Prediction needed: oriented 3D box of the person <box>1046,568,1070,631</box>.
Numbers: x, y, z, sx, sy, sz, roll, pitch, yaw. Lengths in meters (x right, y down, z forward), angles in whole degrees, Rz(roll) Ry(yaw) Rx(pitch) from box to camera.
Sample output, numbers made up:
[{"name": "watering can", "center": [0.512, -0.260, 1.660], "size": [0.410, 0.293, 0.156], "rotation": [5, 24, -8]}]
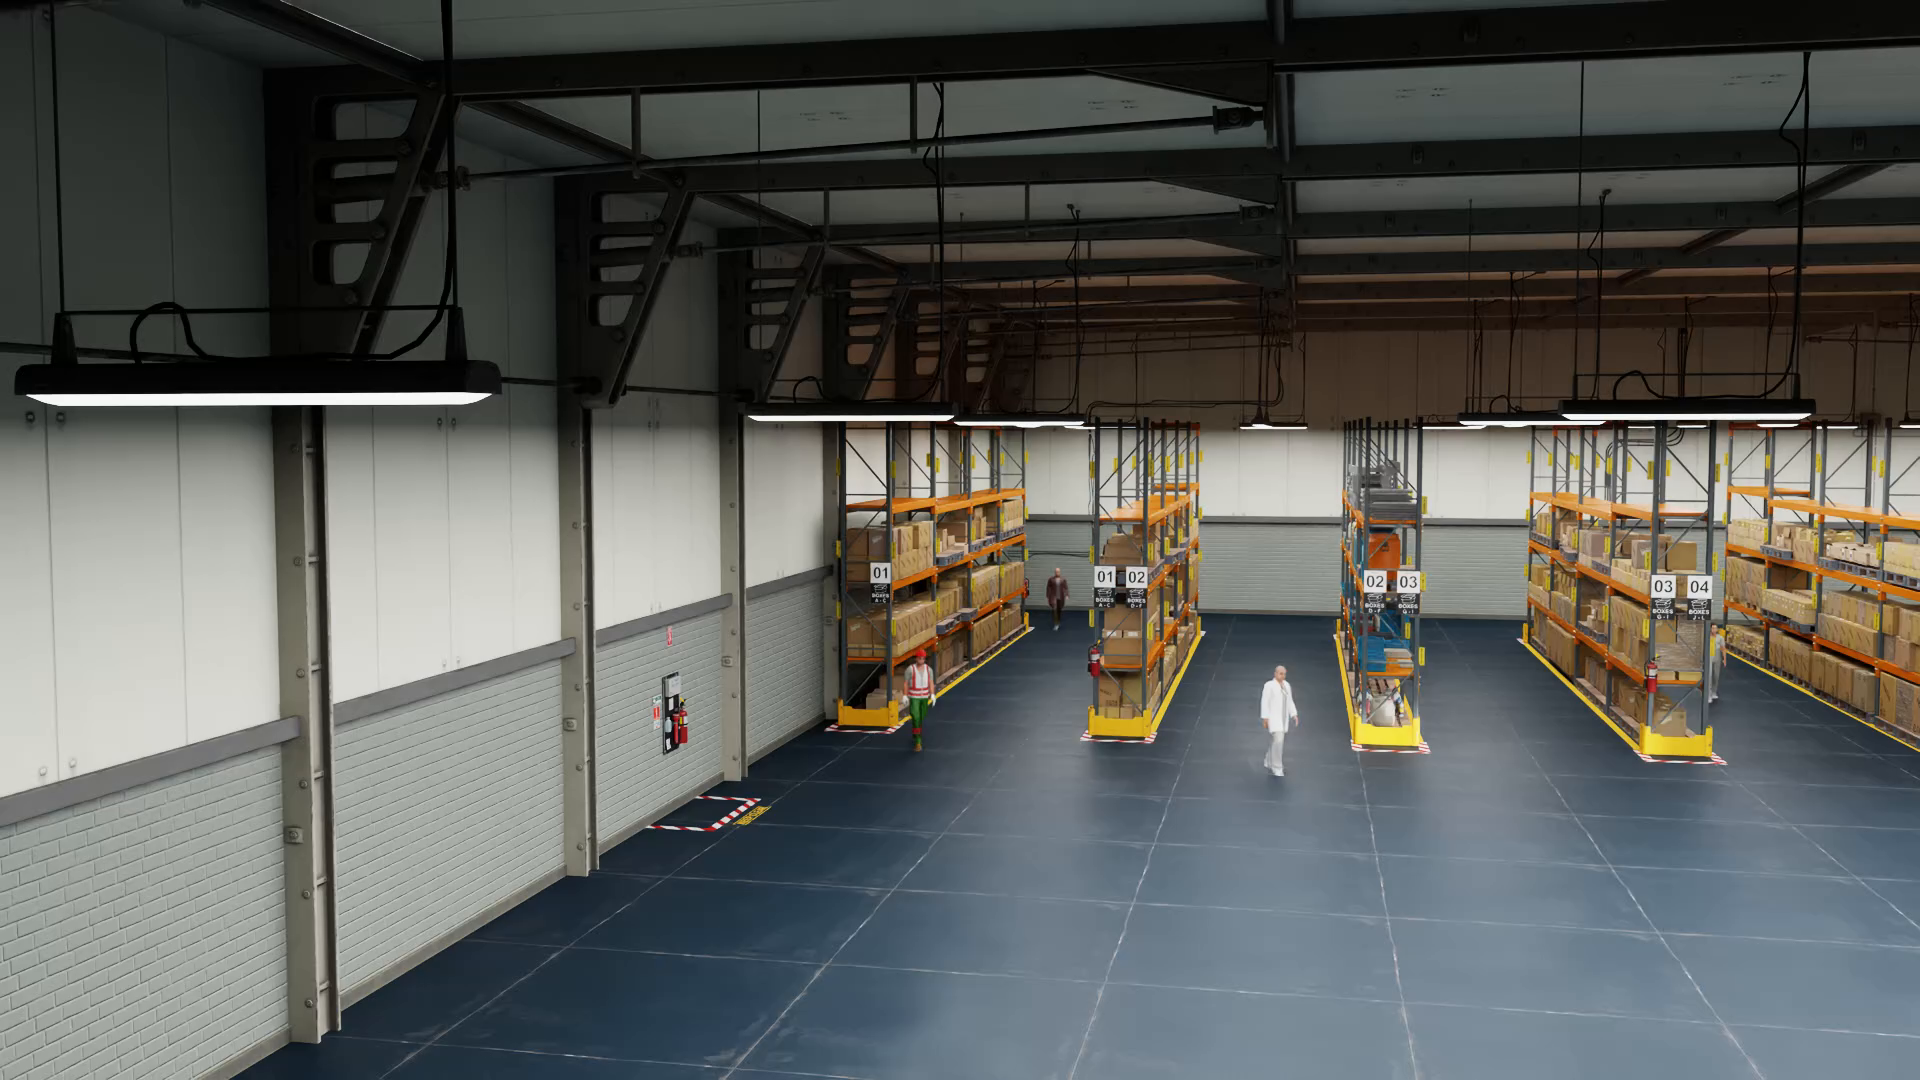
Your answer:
[{"name": "person", "center": [2.861, 1.724, 48.412], "size": [0.602, 1.716, 1.030], "rotation": [-1, 4, -12]}]

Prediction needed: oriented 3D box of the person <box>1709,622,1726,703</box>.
[{"name": "person", "center": [16.069, 2.597, 35.478], "size": [0.498, 1.702, 0.639], "rotation": [1, 4, 14]}]

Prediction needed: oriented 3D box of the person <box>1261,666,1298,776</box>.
[{"name": "person", "center": [5.362, 3.050, 28.002], "size": [0.595, 1.861, 0.626], "rotation": [-3, 5, -40]}]

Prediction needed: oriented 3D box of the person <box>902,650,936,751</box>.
[{"name": "person", "center": [-0.723, 2.871, 30.138], "size": [0.558, 1.772, 0.833], "rotation": [-2, 4, -28]}]
